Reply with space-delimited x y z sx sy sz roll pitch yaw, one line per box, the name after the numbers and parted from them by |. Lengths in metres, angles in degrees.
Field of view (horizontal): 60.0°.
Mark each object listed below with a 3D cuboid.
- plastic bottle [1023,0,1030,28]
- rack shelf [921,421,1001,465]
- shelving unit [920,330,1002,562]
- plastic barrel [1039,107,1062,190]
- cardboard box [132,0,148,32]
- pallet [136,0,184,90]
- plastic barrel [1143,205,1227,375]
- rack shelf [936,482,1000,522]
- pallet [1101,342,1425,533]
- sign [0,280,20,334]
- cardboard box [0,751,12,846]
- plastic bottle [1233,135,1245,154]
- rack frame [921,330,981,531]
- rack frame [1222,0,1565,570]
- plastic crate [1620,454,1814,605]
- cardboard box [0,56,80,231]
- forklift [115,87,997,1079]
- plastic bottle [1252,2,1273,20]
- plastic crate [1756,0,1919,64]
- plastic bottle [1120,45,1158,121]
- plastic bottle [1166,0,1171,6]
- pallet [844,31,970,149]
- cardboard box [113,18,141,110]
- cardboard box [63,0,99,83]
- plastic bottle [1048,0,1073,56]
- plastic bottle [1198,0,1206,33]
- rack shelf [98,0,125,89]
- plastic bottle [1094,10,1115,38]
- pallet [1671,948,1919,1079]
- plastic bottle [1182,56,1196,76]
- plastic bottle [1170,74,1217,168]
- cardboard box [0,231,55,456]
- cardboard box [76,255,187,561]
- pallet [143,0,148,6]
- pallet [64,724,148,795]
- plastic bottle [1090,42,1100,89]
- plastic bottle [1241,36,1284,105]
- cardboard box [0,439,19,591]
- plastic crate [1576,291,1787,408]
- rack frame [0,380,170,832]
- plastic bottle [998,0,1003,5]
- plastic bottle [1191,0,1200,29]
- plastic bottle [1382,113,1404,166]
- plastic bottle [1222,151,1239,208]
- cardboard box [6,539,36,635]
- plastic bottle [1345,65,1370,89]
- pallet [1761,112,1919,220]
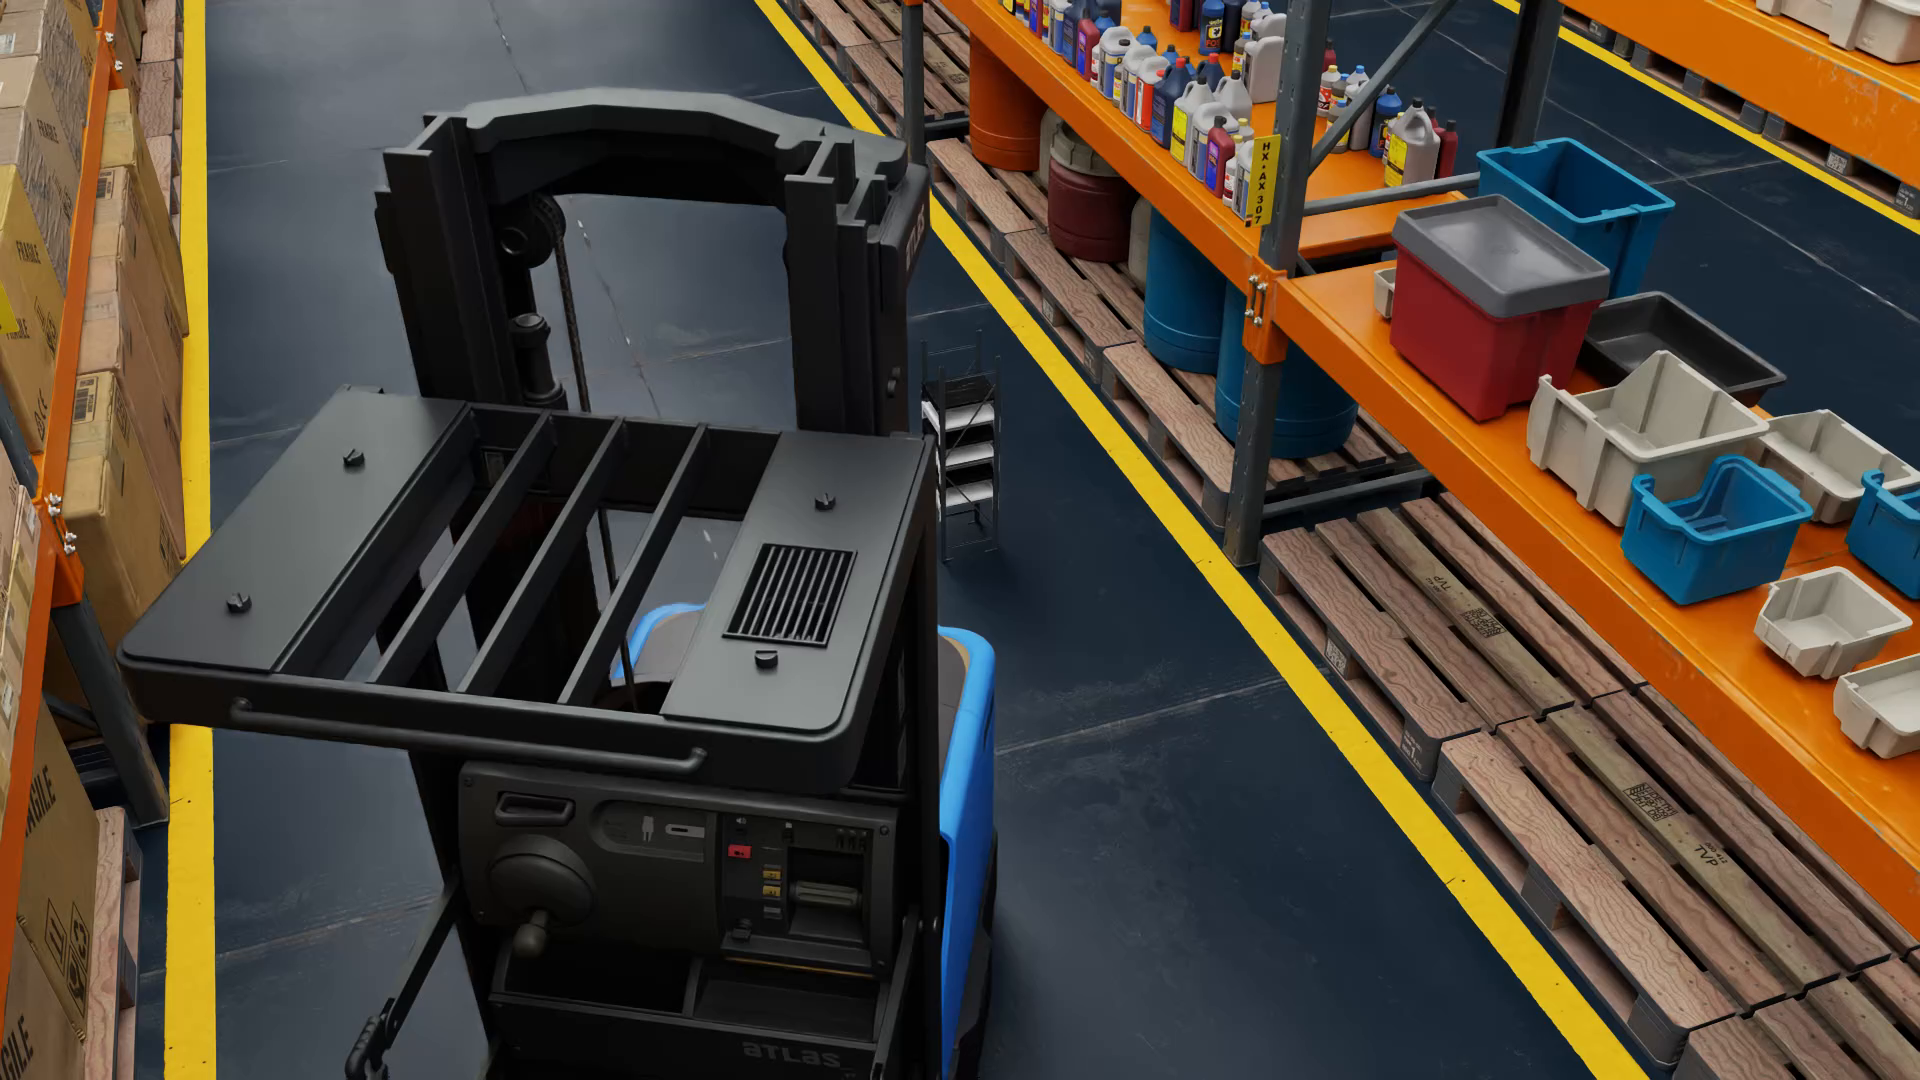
0.344 -2.521 7.711 0.097 0.271 0.097 0 37 0 | plastic bottle
0.003 -0.400 6.439 0.258 0.077 0.200 -12 39 -16 | rack shelf
0.003 -0.355 6.473 0.258 0.900 0.210 -12 39 -16 | shelving unit
0.629 -2.078 8.734 0.421 0.512 0.421 0 37 0 | plastic barrel
-5.669 -3.537 10.665 0.700 0.500 0.500 -15 40 -19 | cardboard box
-5.591 -3.158 10.767 1.003 0.211 1.213 -12 39 -16 | pallet
1.128 -1.258 7.322 0.600 0.901 0.708 -12 39 -16 | plastic barrel
0.003 -0.184 6.602 0.258 0.077 0.200 -12 39 -16 | rack shelf
1.317 -0.548 7.302 1.003 0.211 1.213 -12 39 -16 | pallet
-2.587 -0.685 4.381 0.100 0.325 0.005 -12 39 -16 | sign
-2.340 0.594 3.677 0.380 0.149 0.250 -12 39 -15 | cardboard box
1.050 -1.441 6.336 0.097 0.201 0.097 0 37 0 | plastic bottle
-0.032 -0.412 6.549 0.240 0.900 0.006 -12 39 -16 | rack frame
1.543 -1.217 5.873 1.000 3.000 0.127 -12 39 -16 | rack frame
1.972 -0.022 4.375 0.416 0.233 0.300 -12 39 -16 | plastic crate
-3.559 -1.401 6.033 0.500 0.500 0.500 -12 39 -15 | cardboard box
-0.623 0.771 3.291 1.130 2.935 3.031 5 37 7 | forklift
1.329 -2.231 7.326 0.097 0.271 0.097 0 37 0 | plastic bottle
1.976 -1.166 3.531 0.437 0.136 0.530 -12 39 -16 | plastic crate
0.758 -1.891 6.870 0.152 0.276 0.135 -12 39 -16 | plastic bottle
1.043 -2.673 7.971 0.097 0.201 0.097 0 37 0 | plastic bottle
-0.064 -2.809 10.303 1.003 0.211 1.213 -12 39 -16 | pallet
-5.138 -2.633 9.464 0.700 0.500 0.500 -9 38 -12 | cardboard box
-4.081 -2.264 7.179 0.500 0.500 0.500 -11 38 -15 | cardboard box
0.489 -2.333 7.457 0.152 0.276 0.135 -12 39 -16 | plastic bottle
1.152 -2.452 7.609 0.061 0.283 0.133 -12 39 -16 | plastic bottle
-5.172 -3.294 9.228 1.077 0.370 4.000 -12 39 -16 | rack shelf
0.624 -2.168 7.242 0.097 0.271 0.097 0 37 0 | plastic bottle
2.672 1.682 4.341 1.003 0.211 1.213 -12 39 -16 | pallet
0.915 -1.849 6.819 0.097 0.271 0.097 0 37 0 | plastic bottle
0.920 -1.649 6.487 0.144 0.351 0.185 -12 39 -16 | plastic bottle
-3.031 -0.543 4.895 0.500 0.500 0.500 -12 39 -16 | cardboard box
-3.655 -0.373 6.169 1.225 0.875 0.875 -14 39 -18 | cardboard box
-6.125 -3.969 11.844 1.003 0.211 1.213 -12 39 -16 | pallet
-3.444 0.502 5.908 1.003 0.211 1.213 -12 39 -16 | pallet
0.613 -2.052 7.146 0.097 0.201 0.097 0 37 0 | plastic bottle
1.280 -2.000 7.015 0.152 0.276 0.135 -12 39 -16 | plastic bottle
-2.709 -0.056 4.208 0.500 0.250 0.500 -13 39 -17 | cardboard box
2.180 -0.555 5.172 0.437 0.125 0.590 -12 39 -16 | plastic crate
-3.107 -0.192 4.511 1.000 3.000 0.127 -12 39 -16 | rack frame
0.231 -2.678 7.978 0.097 0.201 0.097 0 37 0 | plastic bottle
1.115 -2.573 7.714 0.144 0.351 0.185 -12 39 -16 | plastic bottle
1.715 -1.570 6.506 0.097 0.201 0.097 0 37 0 | plastic bottle
1.038 -1.353 6.219 0.097 0.201 0.097 0 37 0 | plastic bottle
-2.606 0.159 4.255 0.380 0.149 0.250 -12 39 -15 | cardboard box
1.601 -1.784 6.732 0.097 0.271 0.097 0 37 0 | plastic bottle
5.456 -2.269 9.587 1.003 0.211 1.213 -12 39 -16 | pallet
